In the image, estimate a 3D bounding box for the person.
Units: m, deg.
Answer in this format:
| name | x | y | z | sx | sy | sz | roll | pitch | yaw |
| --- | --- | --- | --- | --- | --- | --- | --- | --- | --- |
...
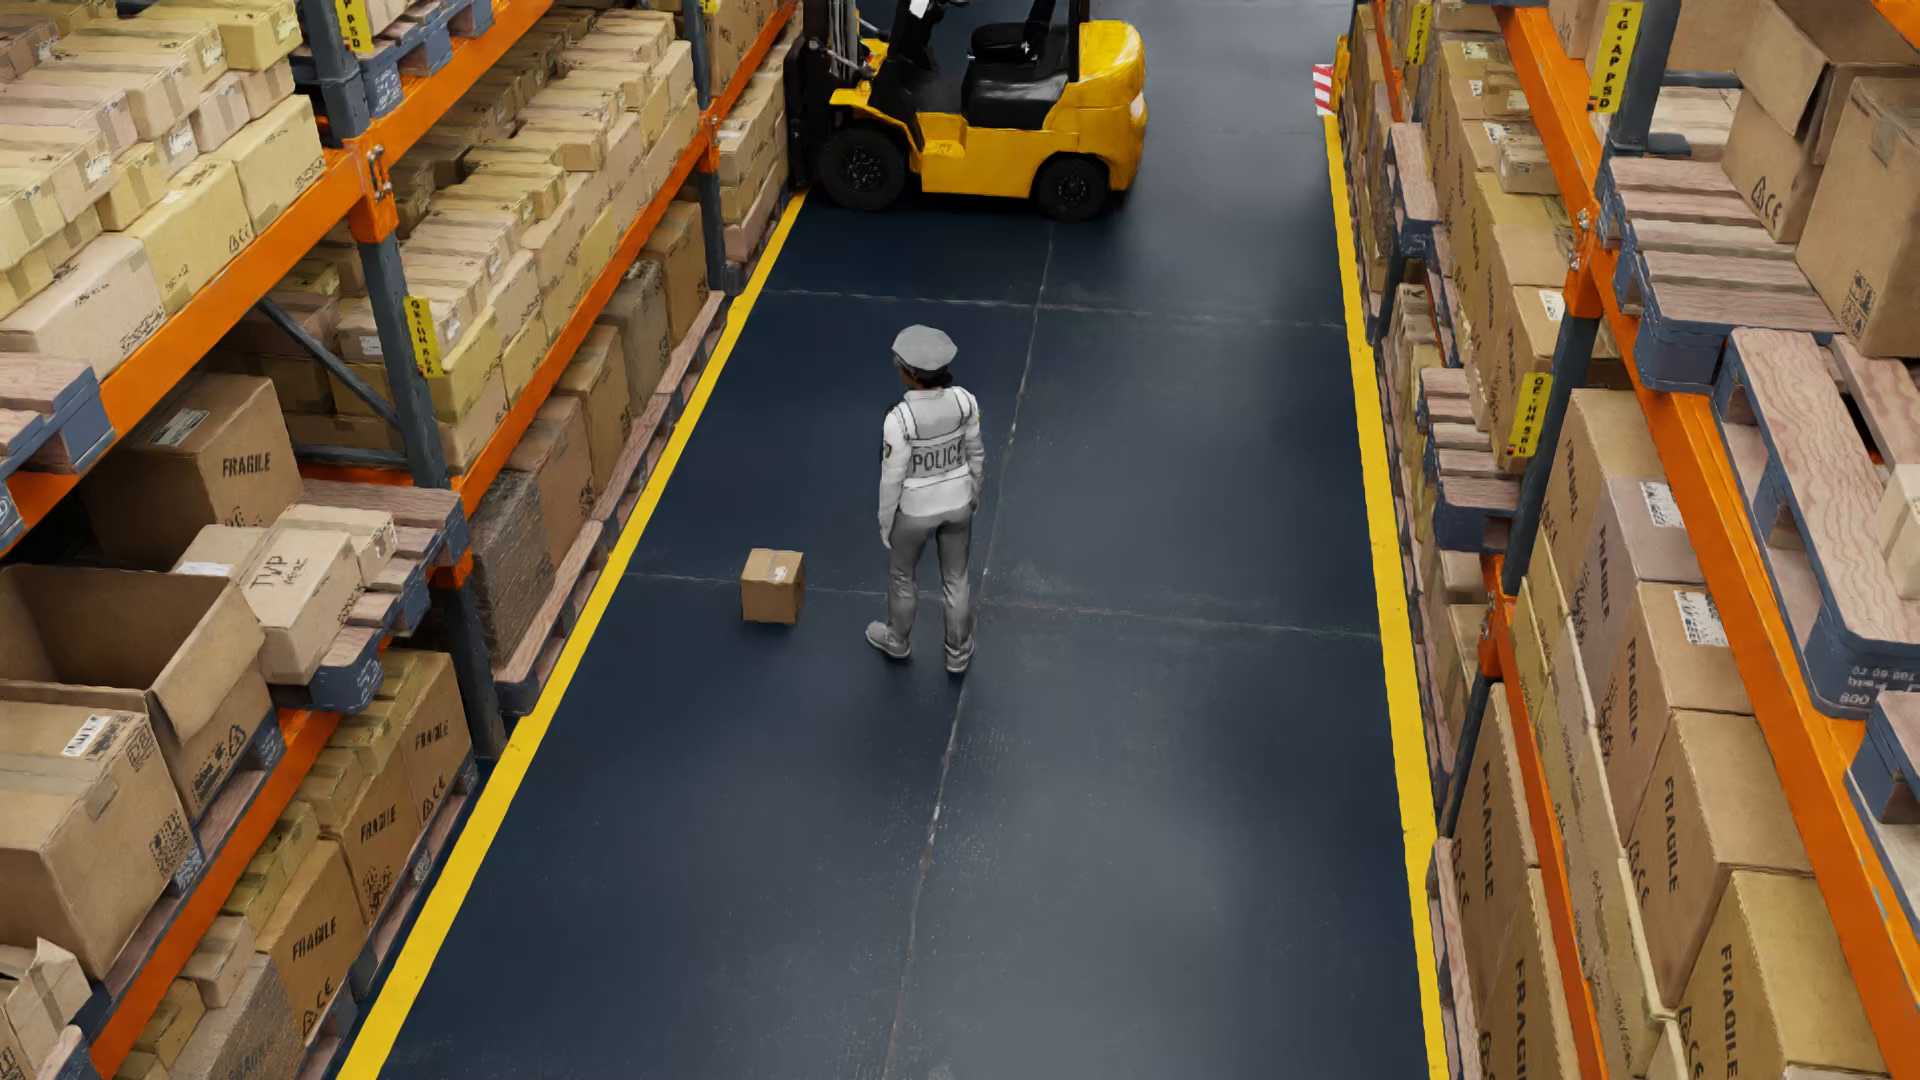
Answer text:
| name | x | y | z | sx | sy | sz | roll | pitch | yaw |
| --- | --- | --- | --- | --- | --- | --- | --- | --- | --- |
| person | -0.146 | -0.174 | 7.244 | 0.507 | 1.678 | 0.482 | -14 | 39 | -18 |
